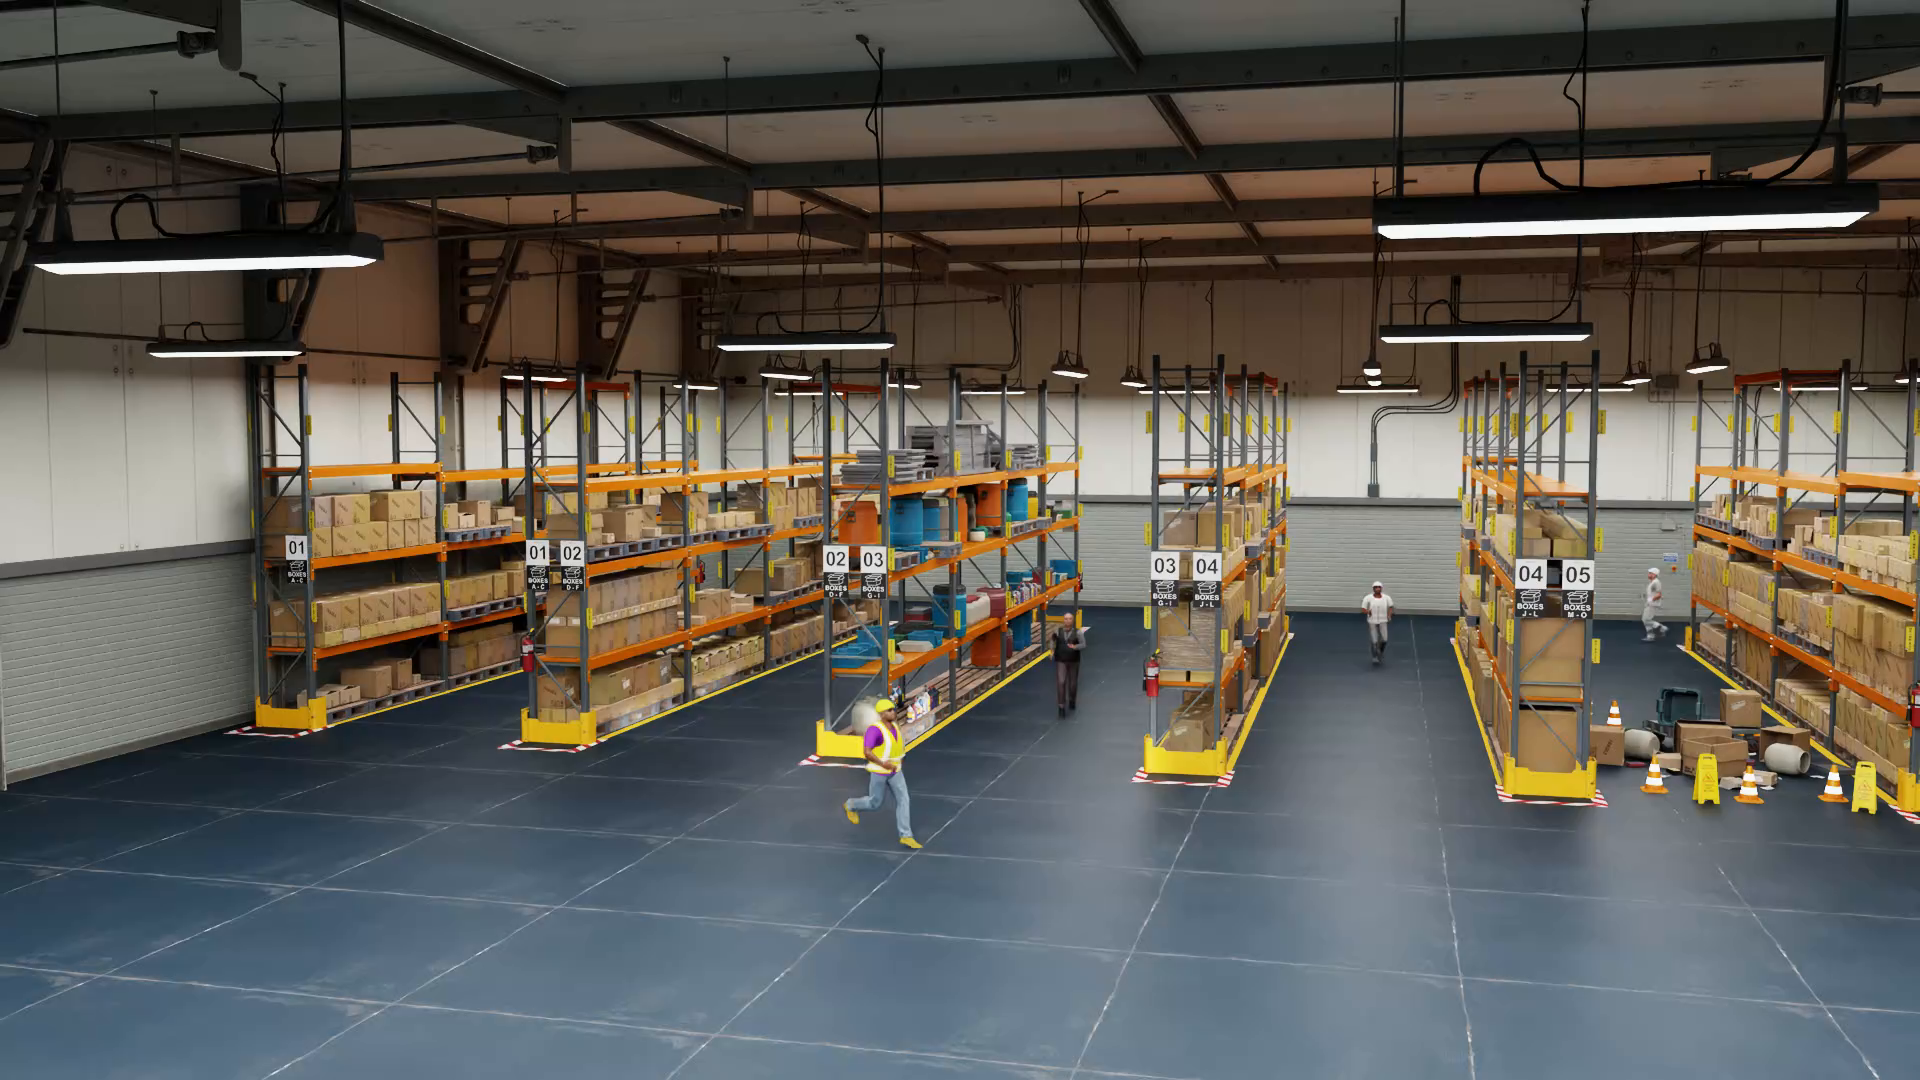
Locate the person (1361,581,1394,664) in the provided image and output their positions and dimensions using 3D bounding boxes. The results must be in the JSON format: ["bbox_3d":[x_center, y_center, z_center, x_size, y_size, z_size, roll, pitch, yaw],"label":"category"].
[{"bbox_3d":[8.742,1.730,34.750,0.682,1.733,0.616,1,4,7],"label":"person"}]

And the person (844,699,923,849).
[{"bbox_3d":[-0.929,2.776,19.892,1.107,1.758,0.669,3,5,39],"label":"person"}]

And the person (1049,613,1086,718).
[{"bbox_3d":[1.860,2.135,28.738,0.644,1.731,0.898,0,4,4],"label":"person"}]

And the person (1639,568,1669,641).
[{"bbox_3d":[16.034,1.496,38.446,0.603,1.723,0.701,1,4,17],"label":"person"}]
